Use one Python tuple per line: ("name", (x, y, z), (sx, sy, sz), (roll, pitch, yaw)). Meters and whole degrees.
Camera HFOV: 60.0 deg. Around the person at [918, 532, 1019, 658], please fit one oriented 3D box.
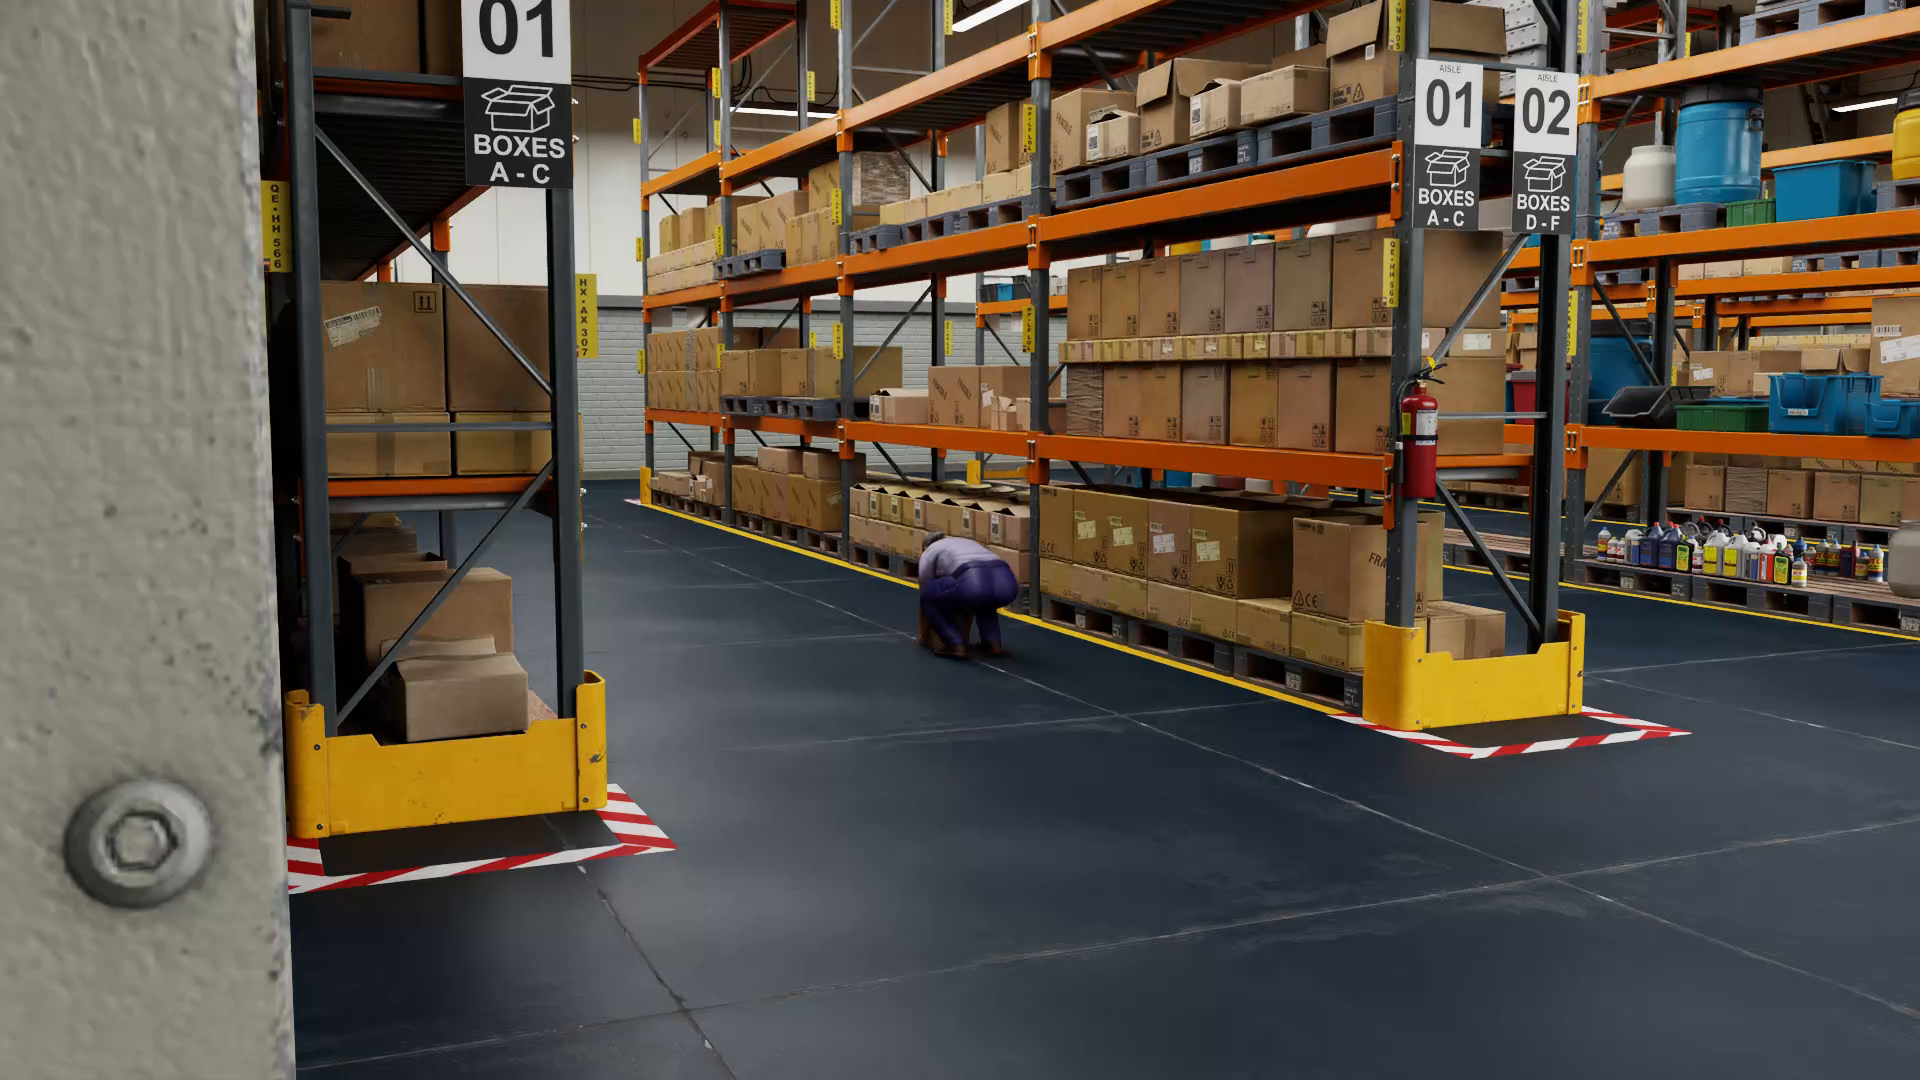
("person", (0.009, 0.356, 10.332), (0.503, 0.728, 0.879), (-3, 6, -24))
